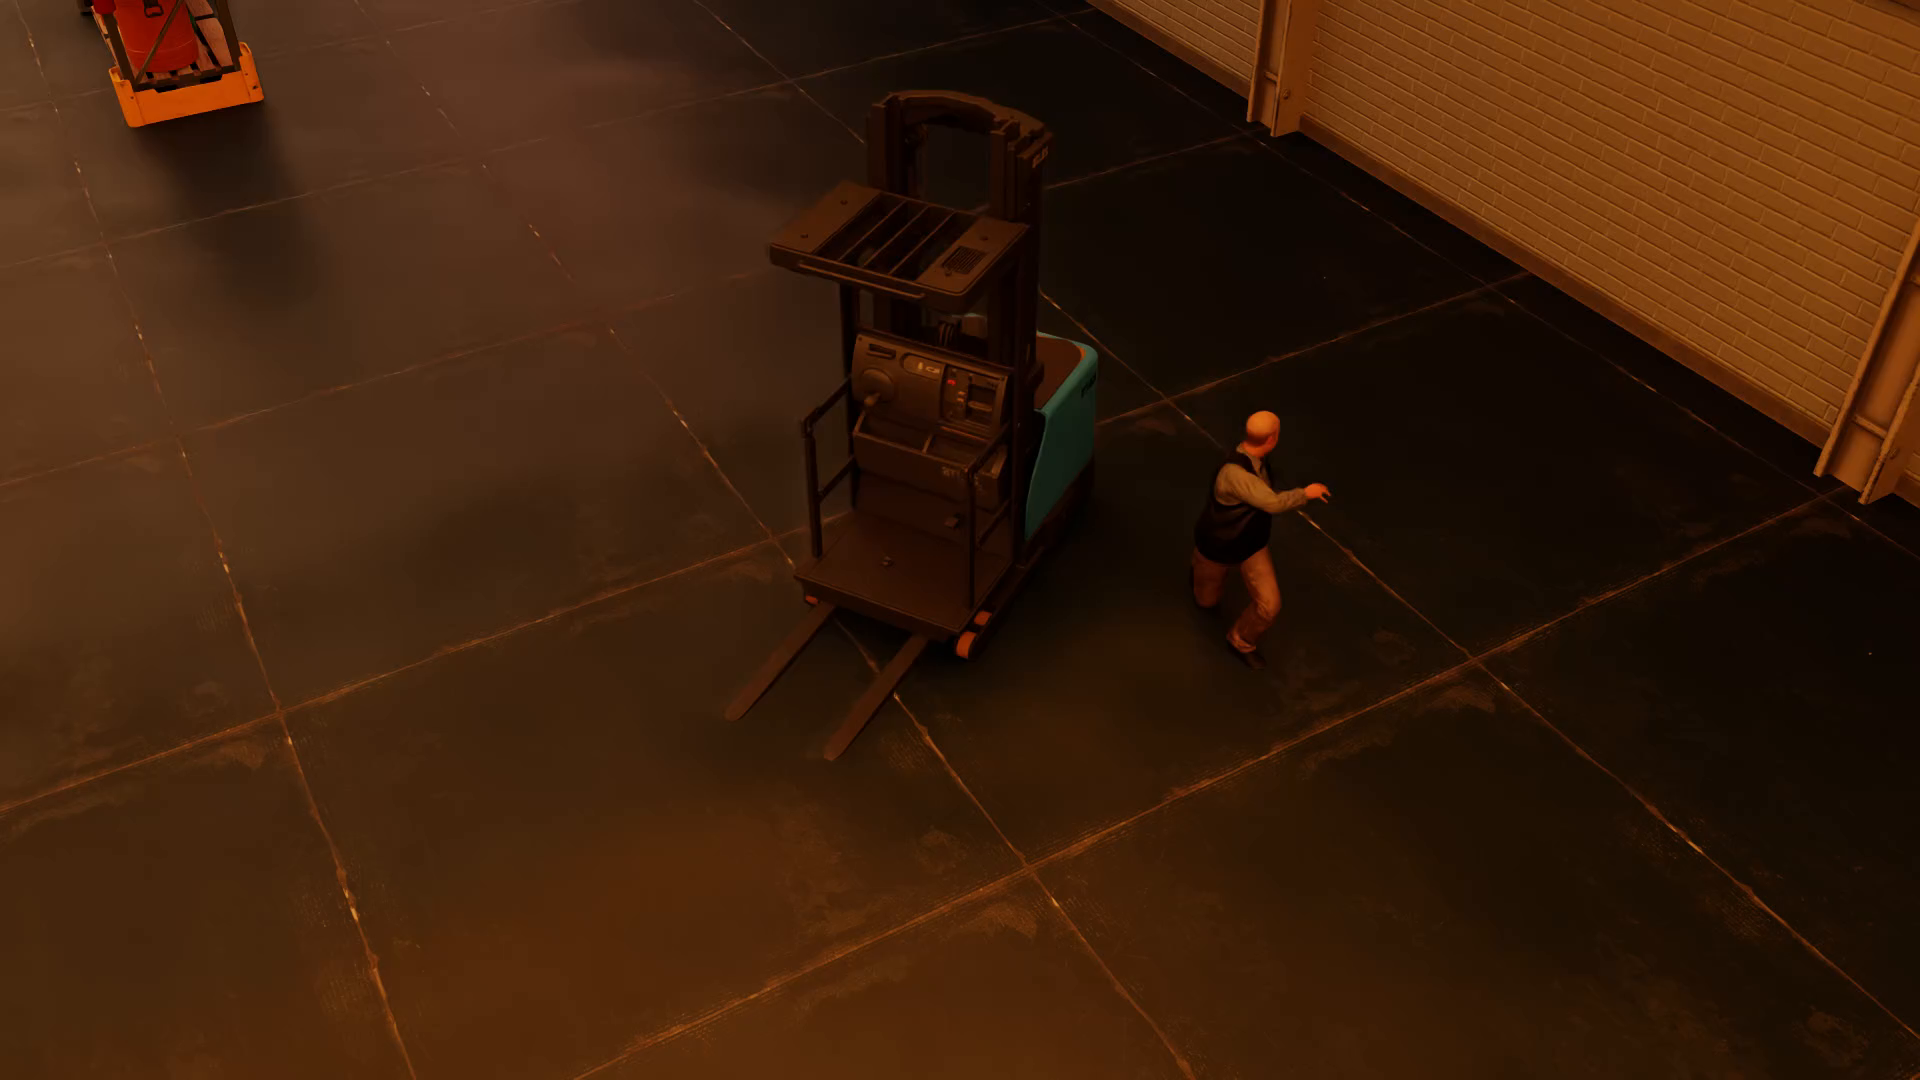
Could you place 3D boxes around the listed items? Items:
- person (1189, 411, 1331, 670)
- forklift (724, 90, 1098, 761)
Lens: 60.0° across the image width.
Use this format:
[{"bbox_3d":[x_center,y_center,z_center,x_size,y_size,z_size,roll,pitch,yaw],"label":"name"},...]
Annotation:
[{"bbox_3d":[1.636,-0.079,9.337,0.730,1.494,0.956,-18,43,-20],"label":"person"},{"bbox_3d":[-0.267,-0.772,8.967,1.130,2.935,3.031,18,43,21],"label":"forklift"}]
